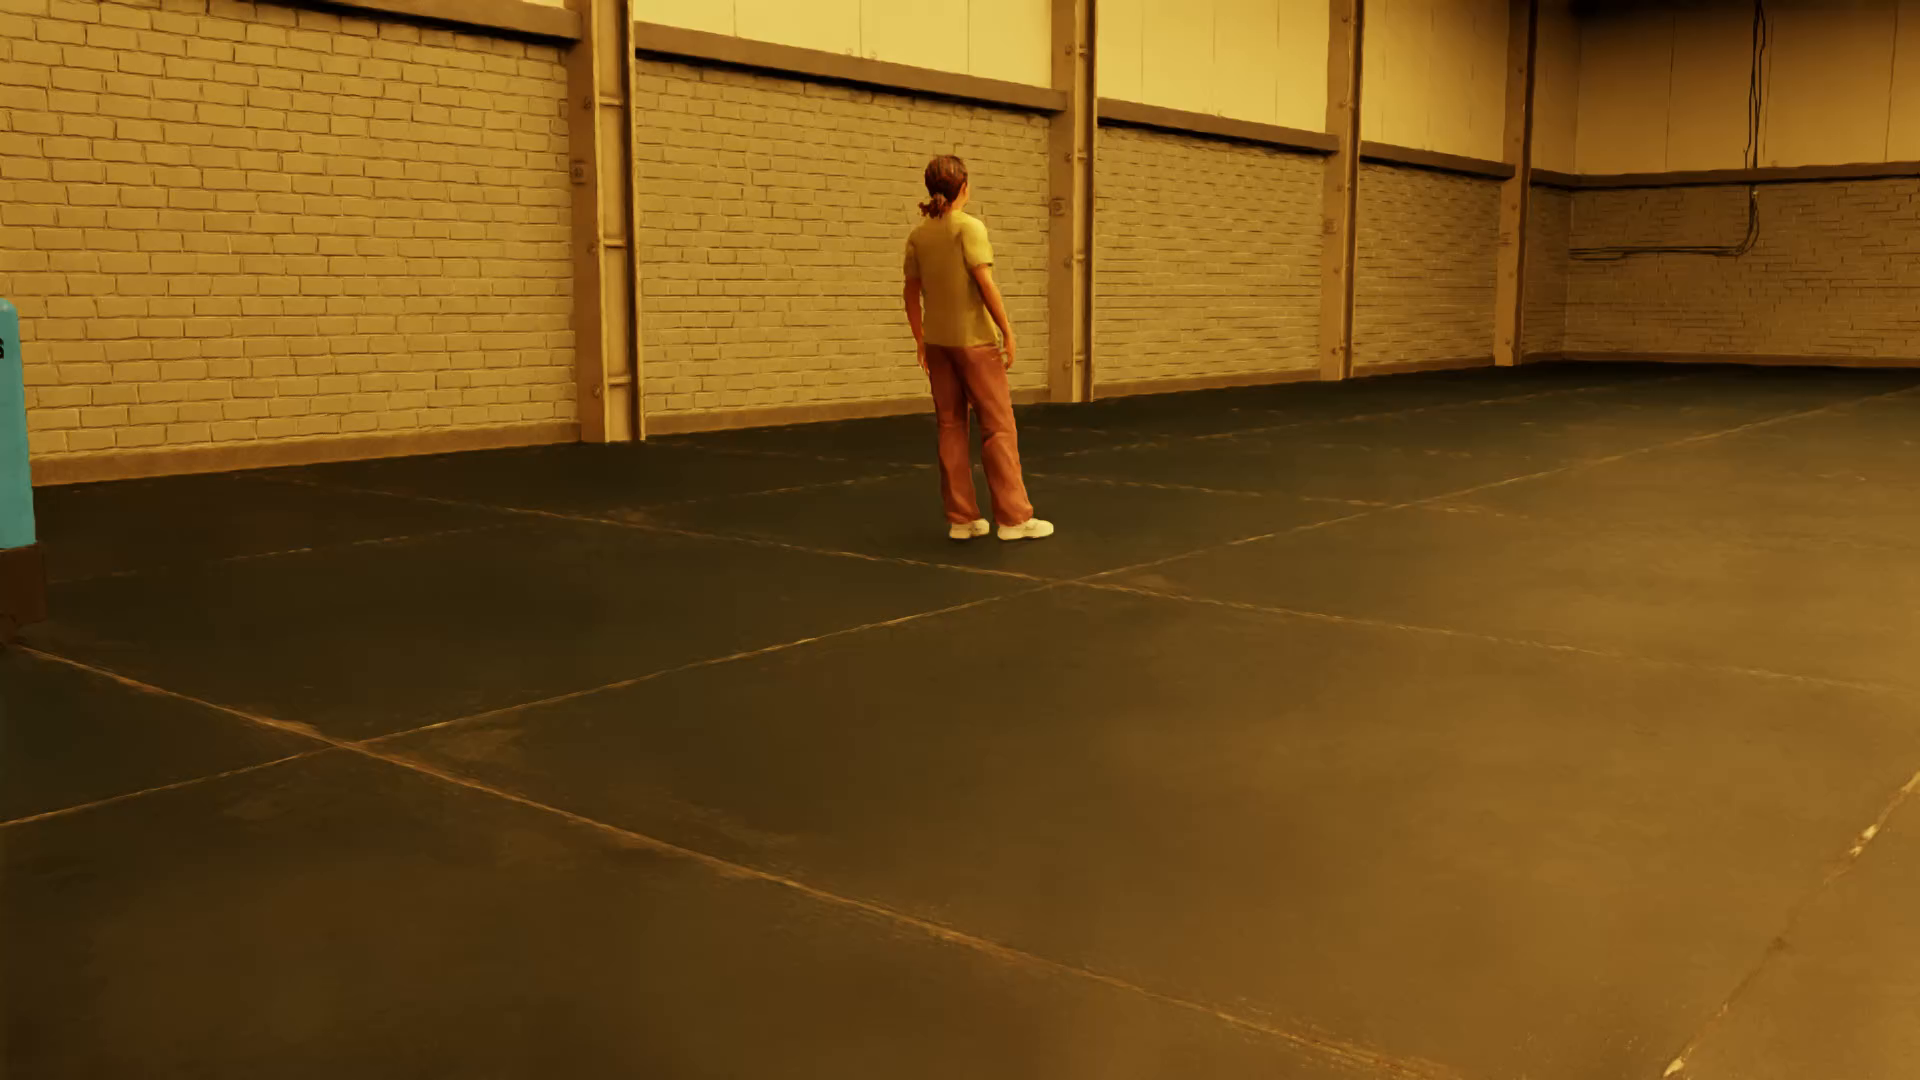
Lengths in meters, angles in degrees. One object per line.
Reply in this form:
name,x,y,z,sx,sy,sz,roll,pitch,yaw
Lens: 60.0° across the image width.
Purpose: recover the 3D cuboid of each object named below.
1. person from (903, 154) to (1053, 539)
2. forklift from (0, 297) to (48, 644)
person,0.055,-0.843,7.333,0.554,1.674,0.548,7,11,38
forklift,-3.823,-0.955,3.812,1.130,2.935,3.031,3,9,19
